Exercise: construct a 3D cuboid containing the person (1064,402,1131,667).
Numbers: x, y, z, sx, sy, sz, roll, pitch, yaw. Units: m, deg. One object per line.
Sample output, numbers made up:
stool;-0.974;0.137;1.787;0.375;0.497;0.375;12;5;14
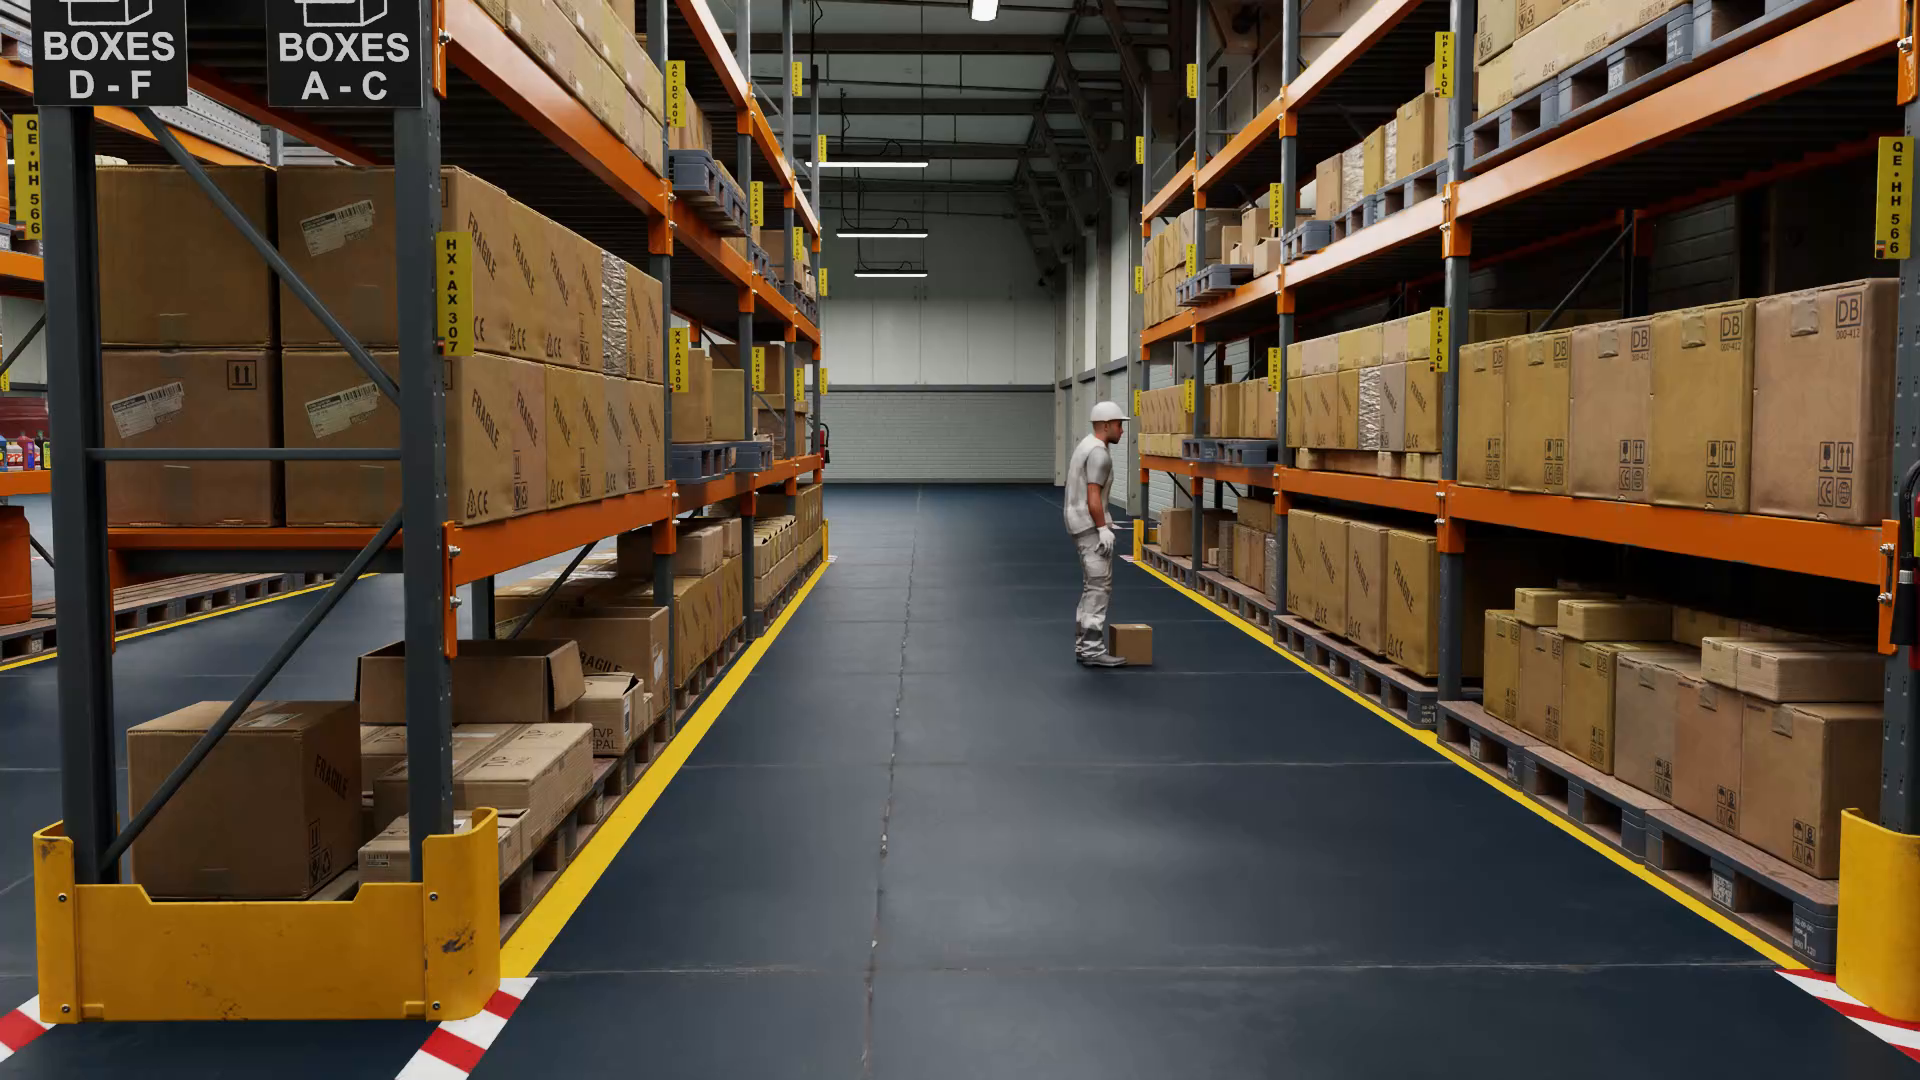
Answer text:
person;0.938;-0.049;11.300;0.449;1.780;0.607;0;4;-1
